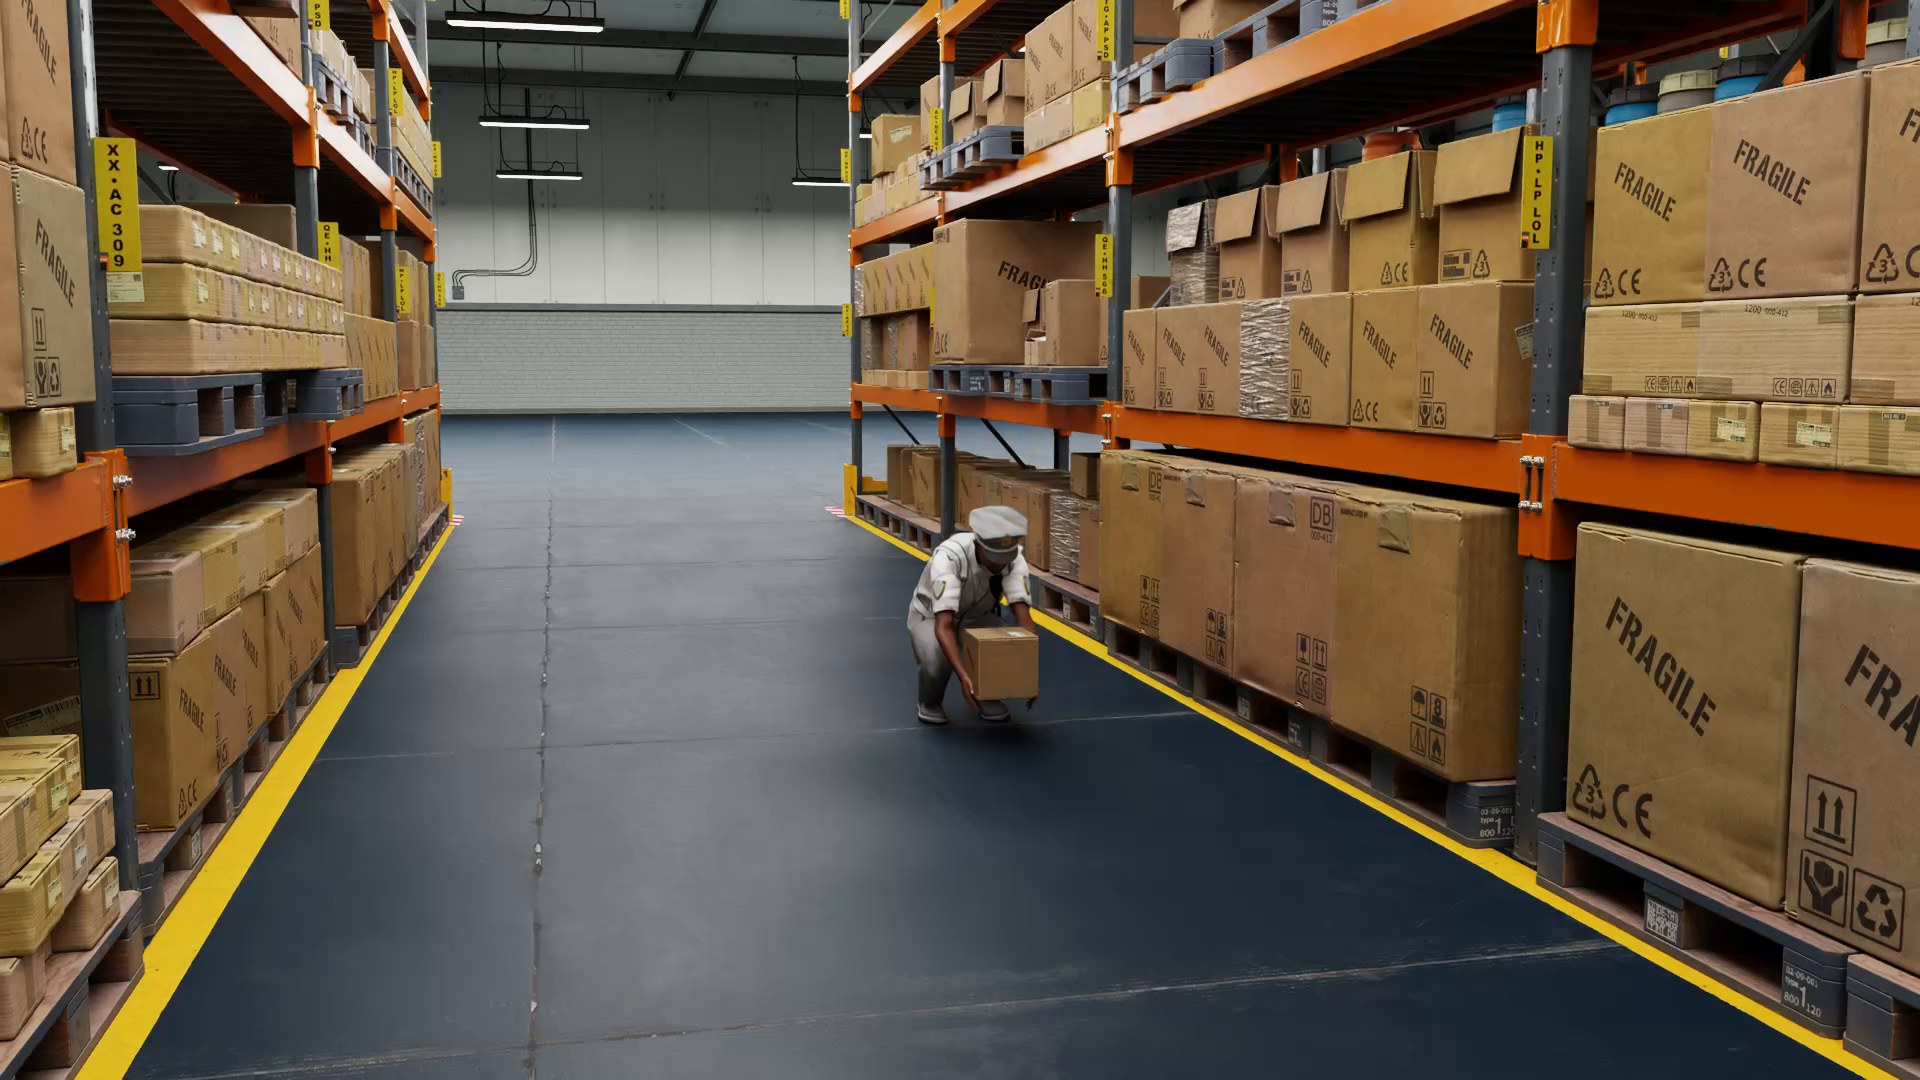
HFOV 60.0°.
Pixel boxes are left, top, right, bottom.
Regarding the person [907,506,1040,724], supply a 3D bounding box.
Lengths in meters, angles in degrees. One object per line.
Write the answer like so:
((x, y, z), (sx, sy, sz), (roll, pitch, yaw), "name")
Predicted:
((0.050, 0.322, 7.065), (0.473, 0.957, 0.875), (-2, 6, -15), "person")
